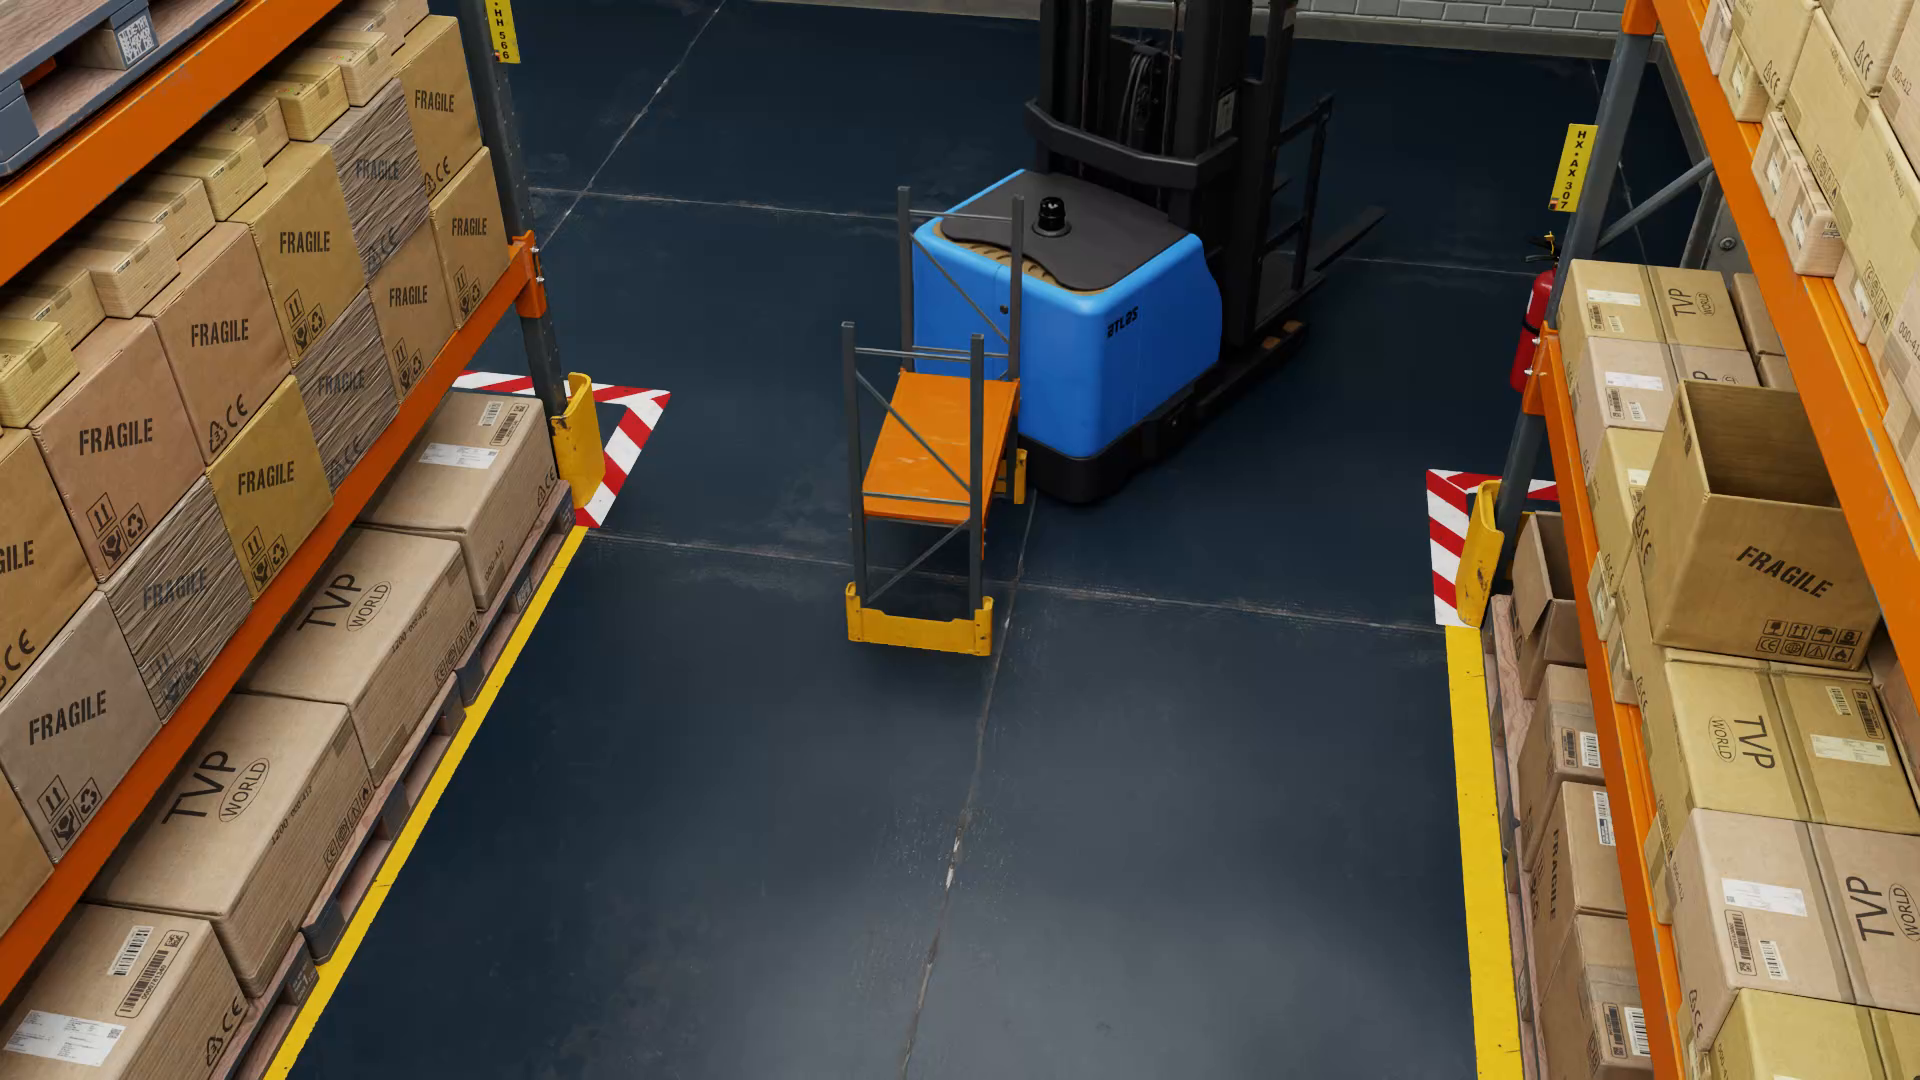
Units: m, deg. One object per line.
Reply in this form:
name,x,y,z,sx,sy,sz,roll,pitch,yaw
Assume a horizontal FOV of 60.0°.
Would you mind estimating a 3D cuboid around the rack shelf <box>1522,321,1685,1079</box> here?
rack shelf,2.320,0.636,4.691,1.077,0.370,4.000,6,40,8

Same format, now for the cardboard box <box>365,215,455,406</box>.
cardboard box,-2.148,-0.835,5.827,0.500,0.500,0.500,6,40,7

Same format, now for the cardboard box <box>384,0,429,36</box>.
cardboard box,-2.088,-1.868,5.783,0.380,0.149,0.250,7,40,8

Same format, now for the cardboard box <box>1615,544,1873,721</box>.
cardboard box,2.084,0.260,4.466,0.500,0.250,0.500,5,40,7

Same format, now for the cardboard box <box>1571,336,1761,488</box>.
cardboard box,2.236,-0.382,5.242,0.500,0.250,0.500,7,40,8

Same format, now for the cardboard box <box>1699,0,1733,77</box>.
cardboard box,2.157,-1.310,4.323,0.380,0.149,0.250,7,40,9

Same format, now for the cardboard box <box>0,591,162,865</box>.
cardboard box,-2.485,0.449,4.274,0.500,0.500,0.500,7,40,8

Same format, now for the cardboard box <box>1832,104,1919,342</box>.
cardboard box,1.991,-0.577,3.124,0.500,0.250,0.500,7,40,9

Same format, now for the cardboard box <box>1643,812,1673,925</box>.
cardboard box,1.914,0.826,4.094,0.380,0.149,0.250,6,40,7

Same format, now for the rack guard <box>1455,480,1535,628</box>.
rack guard,2.653,0.114,6.719,1.175,0.500,0.348,6,40,8

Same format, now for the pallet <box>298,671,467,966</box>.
pallet,-2.498,0.907,5.987,1.003,0.211,1.213,6,40,8

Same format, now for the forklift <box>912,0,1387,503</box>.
forklift,1.109,-2.163,7.565,1.130,2.935,3.031,28,47,30

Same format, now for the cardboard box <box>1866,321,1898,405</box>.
cardboard box,1.968,-0.343,3.154,0.380,0.149,0.250,8,40,9

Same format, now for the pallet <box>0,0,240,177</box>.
pallet,-2.550,-1.329,4.219,1.003,0.211,1.213,6,40,8

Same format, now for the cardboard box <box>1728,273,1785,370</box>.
cardboard box,2.848,-0.635,5.549,0.500,0.250,0.500,7,40,9

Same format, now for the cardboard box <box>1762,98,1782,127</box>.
cardboard box,2.137,-0.983,3.928,0.380,0.149,0.250,6,40,7

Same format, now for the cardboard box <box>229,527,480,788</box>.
cardboard box,-2.389,0.385,6.112,0.875,0.438,0.875,7,40,9

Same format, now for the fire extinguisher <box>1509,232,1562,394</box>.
fire extinguisher,2.237,-0.866,6.297,0.296,0.674,0.183,6,40,8

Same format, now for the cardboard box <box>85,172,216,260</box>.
cardboard box,-2.319,-0.899,4.611,0.380,0.149,0.250,8,40,9

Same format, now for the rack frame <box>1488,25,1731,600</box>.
rack frame,2.666,-0.897,5.980,1.000,3.000,0.127,6,40,8

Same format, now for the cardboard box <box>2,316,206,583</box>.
cardboard box,-2.401,-0.264,4.352,0.500,0.500,0.500,7,40,9

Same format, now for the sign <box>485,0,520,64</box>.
sign,-1.691,-1.911,6.112,0.100,0.325,0.005,6,40,8

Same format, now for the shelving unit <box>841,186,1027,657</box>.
shelving unit,-0.080,-0.477,6.649,0.587,1.500,1.083,6,40,7

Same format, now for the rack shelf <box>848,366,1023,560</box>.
rack shelf,-0.081,-0.332,6.757,0.538,0.185,1.000,6,40,7

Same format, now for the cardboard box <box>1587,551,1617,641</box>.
cardboard box,2.067,0.179,4.876,0.380,0.149,0.250,5,40,6

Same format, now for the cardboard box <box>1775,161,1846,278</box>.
cardboard box,1.983,-0.673,3.553,0.380,0.149,0.250,7,40,9

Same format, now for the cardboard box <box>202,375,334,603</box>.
cardboard box,-2.303,-0.185,5.042,0.500,0.500,0.500,8,40,9

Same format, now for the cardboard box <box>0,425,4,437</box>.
cardboard box,-2.470,-0.252,3.828,0.380,0.149,0.250,6,40,7

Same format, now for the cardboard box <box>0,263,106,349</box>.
cardboard box,-2.433,-0.582,4.227,0.380,0.149,0.250,6,40,8

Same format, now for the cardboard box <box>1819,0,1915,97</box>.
cardboard box,2.084,-1.096,3.360,0.500,0.250,0.500,7,40,9

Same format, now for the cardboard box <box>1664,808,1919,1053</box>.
cardboard box,1.894,0.894,3.698,0.500,0.250,0.500,7,40,8

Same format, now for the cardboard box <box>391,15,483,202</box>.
cardboard box,-2.072,-1.537,5.891,0.500,0.500,0.500,8,40,9

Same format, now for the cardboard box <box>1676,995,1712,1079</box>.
cardboard box,1.825,1.151,3.701,0.380,0.149,0.250,7,40,9

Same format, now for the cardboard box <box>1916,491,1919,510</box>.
cardboard box,1.846,-0.025,2.769,0.380,0.149,0.250,8,40,9

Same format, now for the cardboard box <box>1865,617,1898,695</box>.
cardboard box,2.577,0.326,4.385,0.500,0.250,0.500,6,40,8

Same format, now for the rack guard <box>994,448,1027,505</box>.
rack guard,0.003,-0.308,7.426,0.587,0.250,0.087,6,40,7

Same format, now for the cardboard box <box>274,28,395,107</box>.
cardboard box,-2.070,-1.535,5.380,0.380,0.149,0.250,6,40,7

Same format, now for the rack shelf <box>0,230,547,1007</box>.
rack shelf,-2.569,0.091,5.351,1.077,0.370,4.000,6,40,8

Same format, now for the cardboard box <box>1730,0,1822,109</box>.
cardboard box,2.152,-1.220,3.902,0.500,0.250,0.500,5,40,6

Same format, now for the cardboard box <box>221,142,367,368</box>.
cardboard box,-2.222,-0.895,5.116,0.500,0.500,0.500,6,40,7

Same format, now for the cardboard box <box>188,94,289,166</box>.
cardboard box,-2.269,-1.225,5.005,0.380,0.149,0.250,6,40,7

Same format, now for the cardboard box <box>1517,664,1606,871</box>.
cardboard box,2.281,0.811,5.548,0.700,0.500,0.500,8,40,9

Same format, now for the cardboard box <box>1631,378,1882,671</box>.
cardboard box,2.063,-0.046,4.247,0.500,0.500,0.500,7,40,9

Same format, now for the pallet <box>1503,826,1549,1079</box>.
pallet,2.303,1.490,5.283,1.003,0.211,1.213,6,40,8

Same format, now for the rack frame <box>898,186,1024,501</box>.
rack frame,0.003,-0.790,7.029,0.500,1.500,0.032,6,40,7

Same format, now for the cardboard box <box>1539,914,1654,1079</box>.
cardboard box,2.101,1.462,4.760,0.700,0.500,0.500,5,40,6

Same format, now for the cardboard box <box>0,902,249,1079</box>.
cardboard box,-2.701,1.512,4.748,0.875,0.438,0.875,6,40,7
